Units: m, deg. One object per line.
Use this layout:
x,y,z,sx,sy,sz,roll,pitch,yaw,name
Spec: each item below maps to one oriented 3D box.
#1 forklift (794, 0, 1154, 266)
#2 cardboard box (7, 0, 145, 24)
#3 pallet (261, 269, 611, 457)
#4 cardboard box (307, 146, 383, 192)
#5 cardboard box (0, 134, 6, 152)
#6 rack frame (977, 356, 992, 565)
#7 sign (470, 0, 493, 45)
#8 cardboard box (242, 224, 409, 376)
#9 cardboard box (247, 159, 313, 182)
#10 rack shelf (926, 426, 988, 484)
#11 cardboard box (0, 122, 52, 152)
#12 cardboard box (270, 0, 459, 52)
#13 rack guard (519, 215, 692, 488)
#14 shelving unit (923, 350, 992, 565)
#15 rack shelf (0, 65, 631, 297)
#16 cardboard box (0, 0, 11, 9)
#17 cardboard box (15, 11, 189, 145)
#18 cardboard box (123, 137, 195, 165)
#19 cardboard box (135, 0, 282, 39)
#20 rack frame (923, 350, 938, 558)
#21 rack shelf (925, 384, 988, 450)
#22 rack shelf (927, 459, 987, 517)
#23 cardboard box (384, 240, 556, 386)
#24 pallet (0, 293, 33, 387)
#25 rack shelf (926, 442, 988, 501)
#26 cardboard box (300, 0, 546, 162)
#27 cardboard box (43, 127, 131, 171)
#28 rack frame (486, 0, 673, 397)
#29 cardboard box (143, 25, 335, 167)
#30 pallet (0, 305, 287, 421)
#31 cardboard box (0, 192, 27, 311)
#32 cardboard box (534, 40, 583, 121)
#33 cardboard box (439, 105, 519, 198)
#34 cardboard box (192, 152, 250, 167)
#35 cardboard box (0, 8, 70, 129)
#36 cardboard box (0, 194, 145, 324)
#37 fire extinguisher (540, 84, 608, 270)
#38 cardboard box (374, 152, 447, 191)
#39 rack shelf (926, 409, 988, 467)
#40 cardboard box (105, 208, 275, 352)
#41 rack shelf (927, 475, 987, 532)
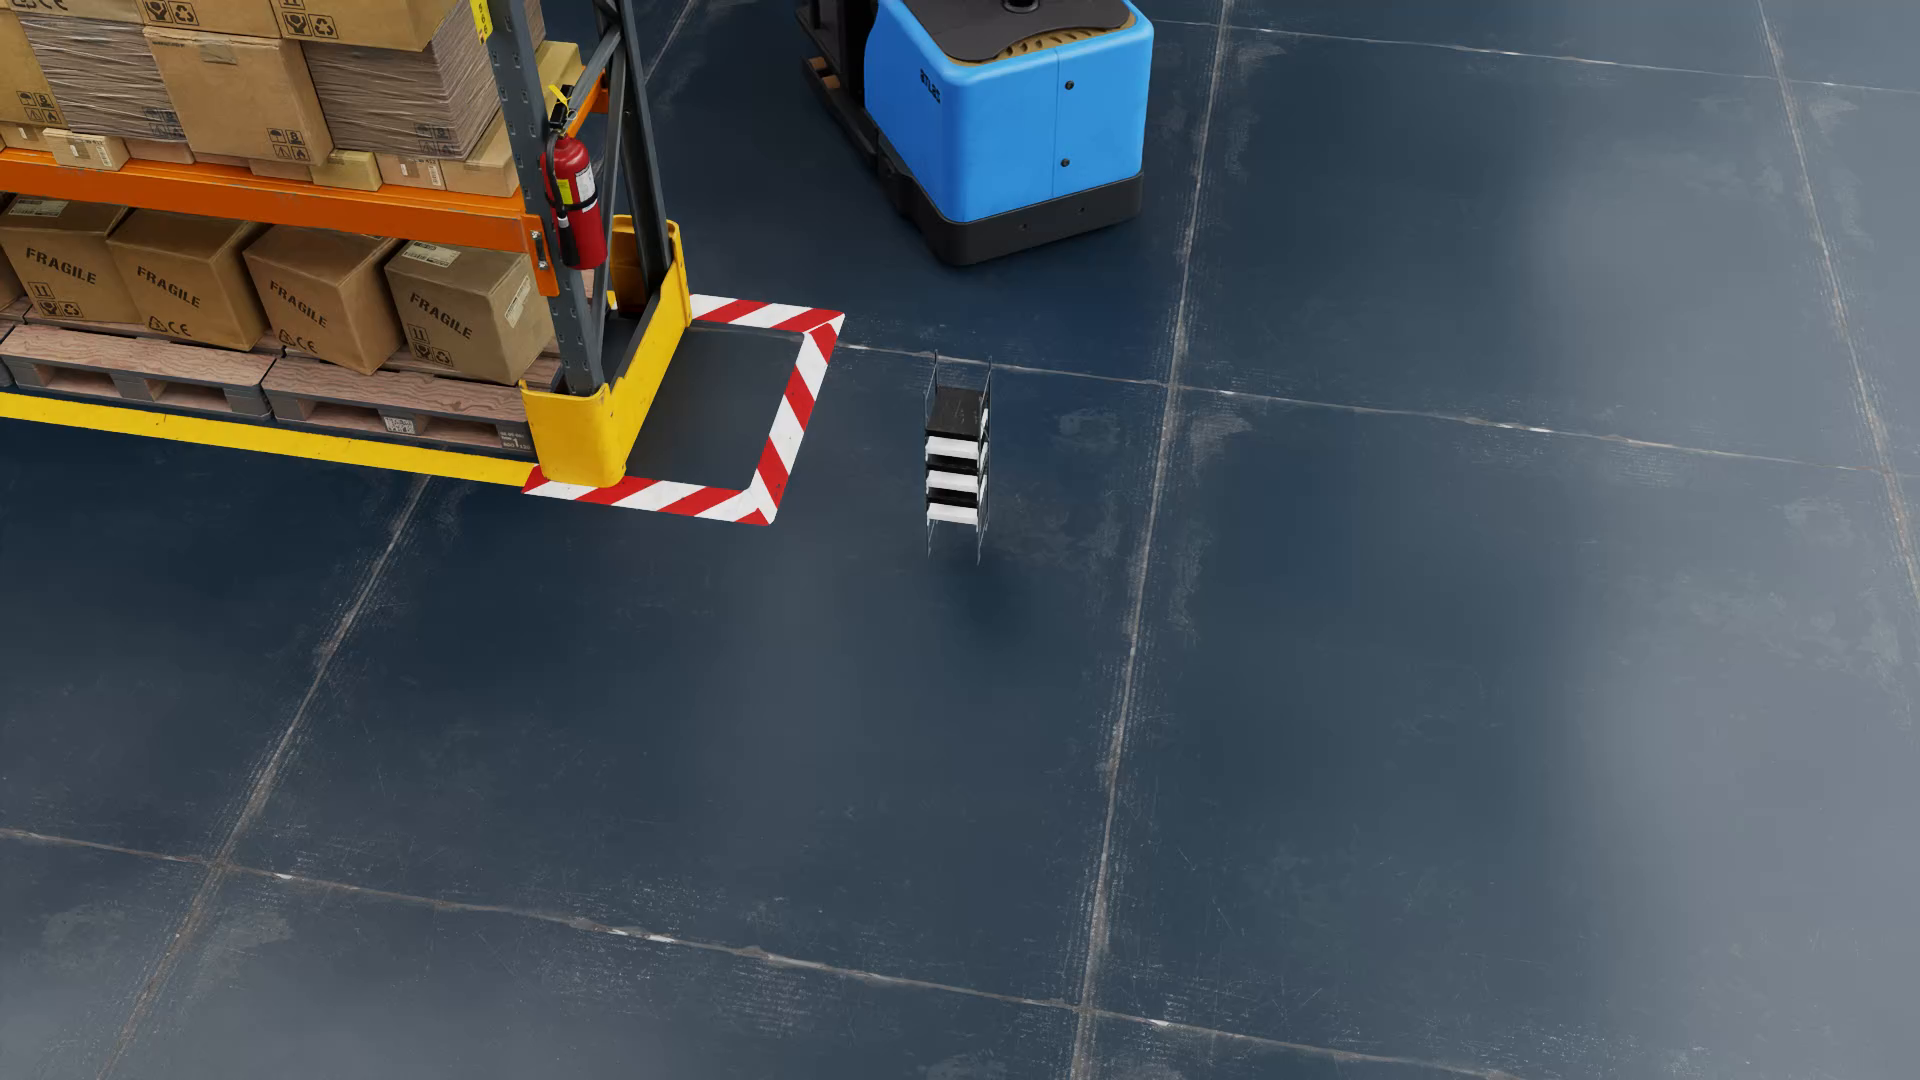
-0.189,-3.375,7.784,1.130,2.935,3.031,-18,51,-16,forklift
-2.987,-2.140,5.689,0.500,0.500,0.500,8,49,7,cardboard box
-2.285,-0.863,7.355,1.213,0.211,1.003,8,49,7,pallet
-2.236,-1.483,6.207,0.250,0.149,0.380,8,49,7,cardboard box
-3.717,-1.659,6.365,0.250,0.149,0.380,8,49,7,cardboard box
0.092,-0.288,6.376,0.006,0.900,0.240,8,49,7,rack frame
-1.536,-1.741,5.278,0.005,0.325,0.100,8,49,7,sign
-2.623,-1.105,7.097,0.500,0.500,0.500,19,51,17,cardboard box
-2.479,-1.527,6.247,0.250,0.149,0.380,8,49,7,cardboard box
-0.008,-0.340,6.346,0.200,0.077,0.258,8,49,7,rack shelf
-3.463,-1.660,6.366,0.250,0.149,0.380,8,49,7,cardboard box
-2.003,-2.010,5.572,0.500,0.500,0.500,8,49,7,cardboard box
-1.492,-0.826,7.128,0.348,0.500,1.175,8,49,7,rack guard
-0.008,-0.302,6.388,0.210,0.900,0.258,8,49,7,shelving unit
-3.386,-1.676,6.695,4.000,0.370,1.077,8,49,7,rack shelf
-3.478,-2.212,5.754,0.500,0.500,0.500,8,49,7,cardboard box
-2.952,-1.953,6.193,0.500,0.500,0.875,8,49,7,cardboard box
-2.968,-1.607,6.319,0.250,0.149,0.380,8,49,7,cardboard box
-2.496,-2.072,5.628,0.500,0.500,0.500,8,49,7,cardboard box
-0.108,-0.315,6.400,0.006,0.900,0.240,8,49,7,rack frame
-0.008,-0.460,6.212,0.200,0.077,0.258,8,49,7,rack shelf
-0.008,-0.219,6.480,0.200,0.077,0.258,8,49,7,rack shelf
-2.029,-1.051,7.048,0.500,0.500,0.500,16,50,14,cardboard box
-4.687,-1.186,7.645,1.213,0.211,1.003,8,49,7,pallet
-0.008,-0.280,6.413,0.200,0.077,0.258,8,49,7,rack shelf
-1.954,-1.877,6.125,0.500,0.500,0.875,8,49,7,cardboard box
-3.229,-1.576,6.290,0.250,0.149,0.380,8,49,7,cardboard box
-1.418,-1.652,6.189,0.127,3.000,1.000,8,49,7,rack frame
-2.467,-1.856,6.105,0.500,0.500,0.875,8,49,7,cardboard box
-3.482,-1.026,7.502,1.213,0.211,1.003,8,49,7,pallet
-4.402,-1.333,7.301,0.500,0.500,0.500,22,52,19,cardboard box
-1.656,-1.780,6.473,0.250,0.149,0.380,8,49,7,cardboard box
-1.735,-1.454,6.181,0.250,0.149,0.380,8,49,7,cardboard box
-2.718,-1.591,6.304,0.250,0.149,0.380,8,49,7,cardboard box
-3.442,-2.028,6.260,0.500,0.500,0.875,8,49,7,cardboard box
-3.777,-1.309,7.279,0.500,0.500,0.500,4,48,3,cardboard box
-1.387,-1.273,5.901,0.183,0.674,0.296,8,49,7,fire extinguisher
-1.981,-1.488,6.211,0.250,0.149,0.380,8,49,7,cardboard box
-0.008,-0.400,6.279,0.200,0.077,0.258,8,49,7,rack shelf
-3.236,-1.202,7.184,0.500,0.500,0.500,12,49,10,cardboard box
-0.008,-0.159,6.547,0.200,0.077,0.258,8,49,7,rack shelf
